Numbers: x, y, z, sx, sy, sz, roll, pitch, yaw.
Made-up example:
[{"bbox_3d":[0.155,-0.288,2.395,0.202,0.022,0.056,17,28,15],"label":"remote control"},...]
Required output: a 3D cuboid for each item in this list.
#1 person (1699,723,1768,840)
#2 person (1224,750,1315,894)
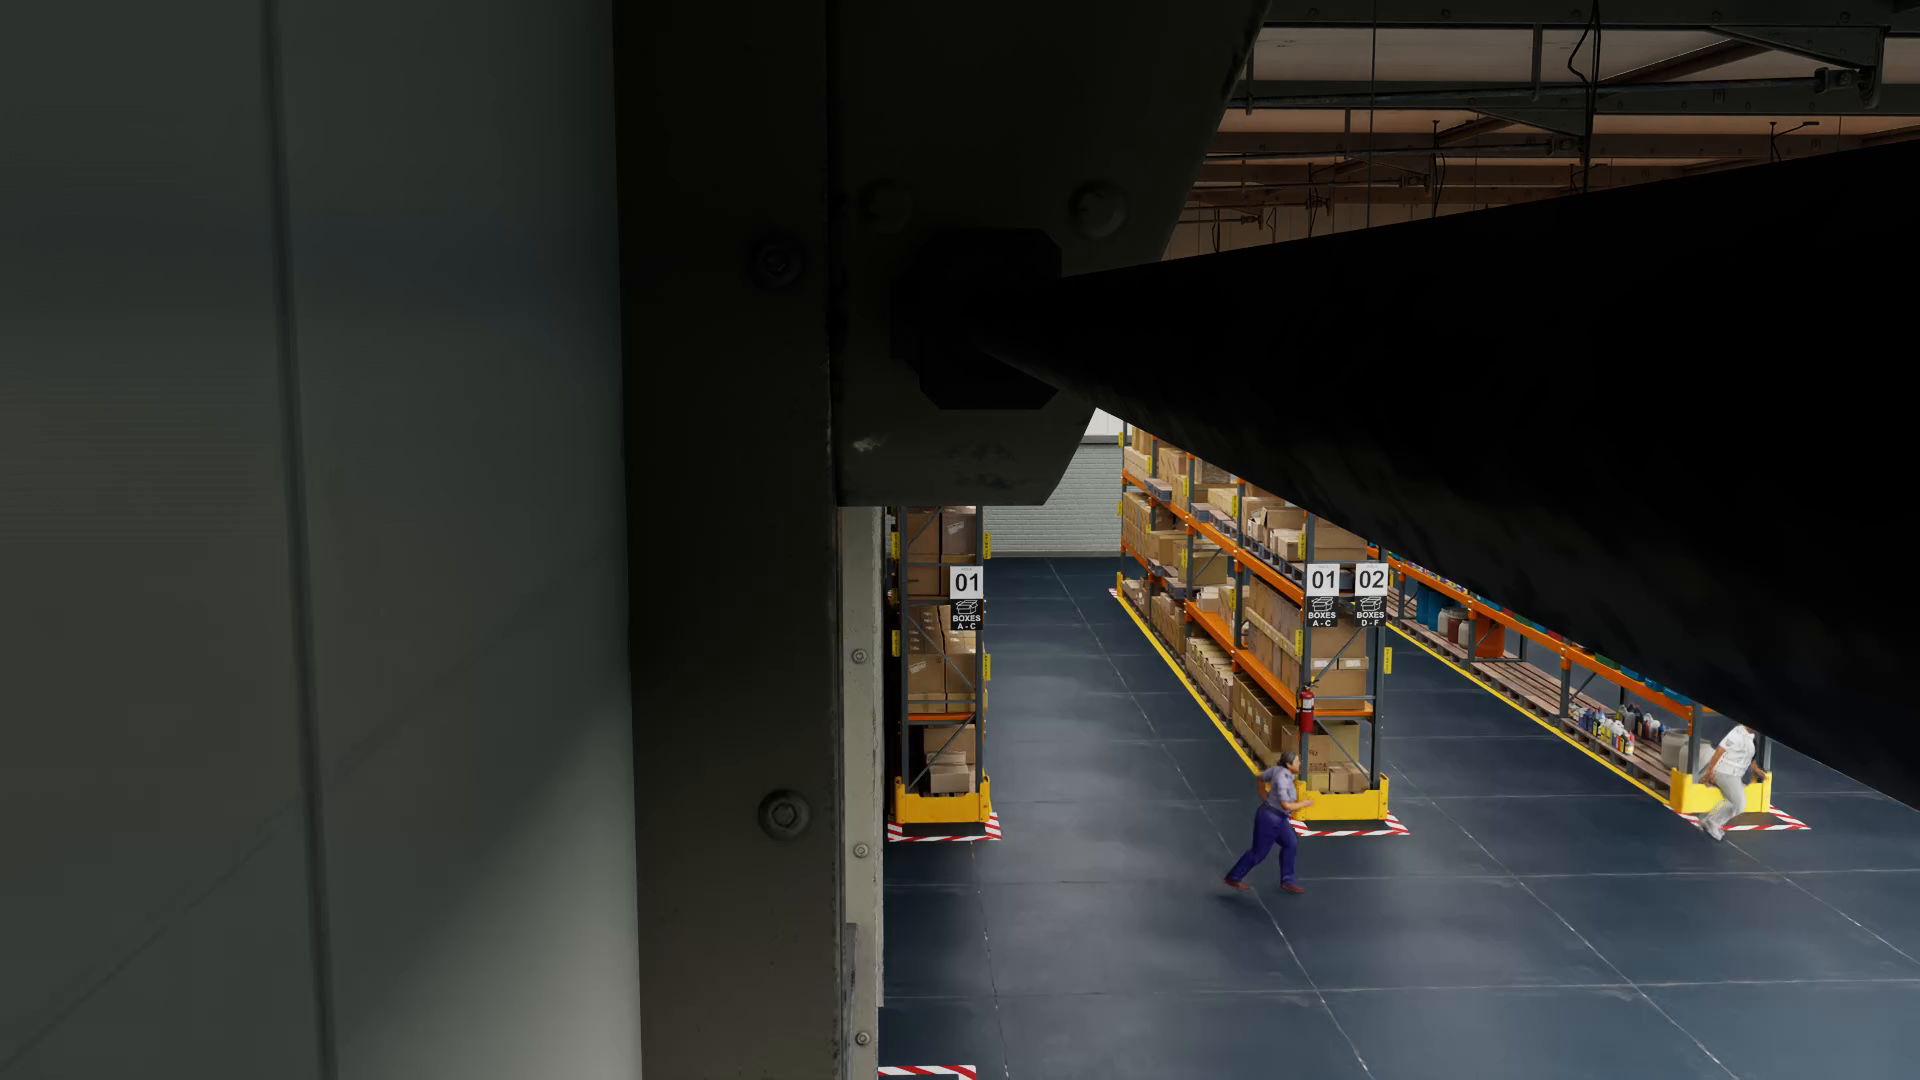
[{"bbox_3d":[9.193,2.773,19.780,0.687,1.573,0.566,7,11,40],"label":"person"},{"bbox_3d":[3.330,3.045,17.889,0.943,1.611,0.607,1,8,10],"label":"person"}]
